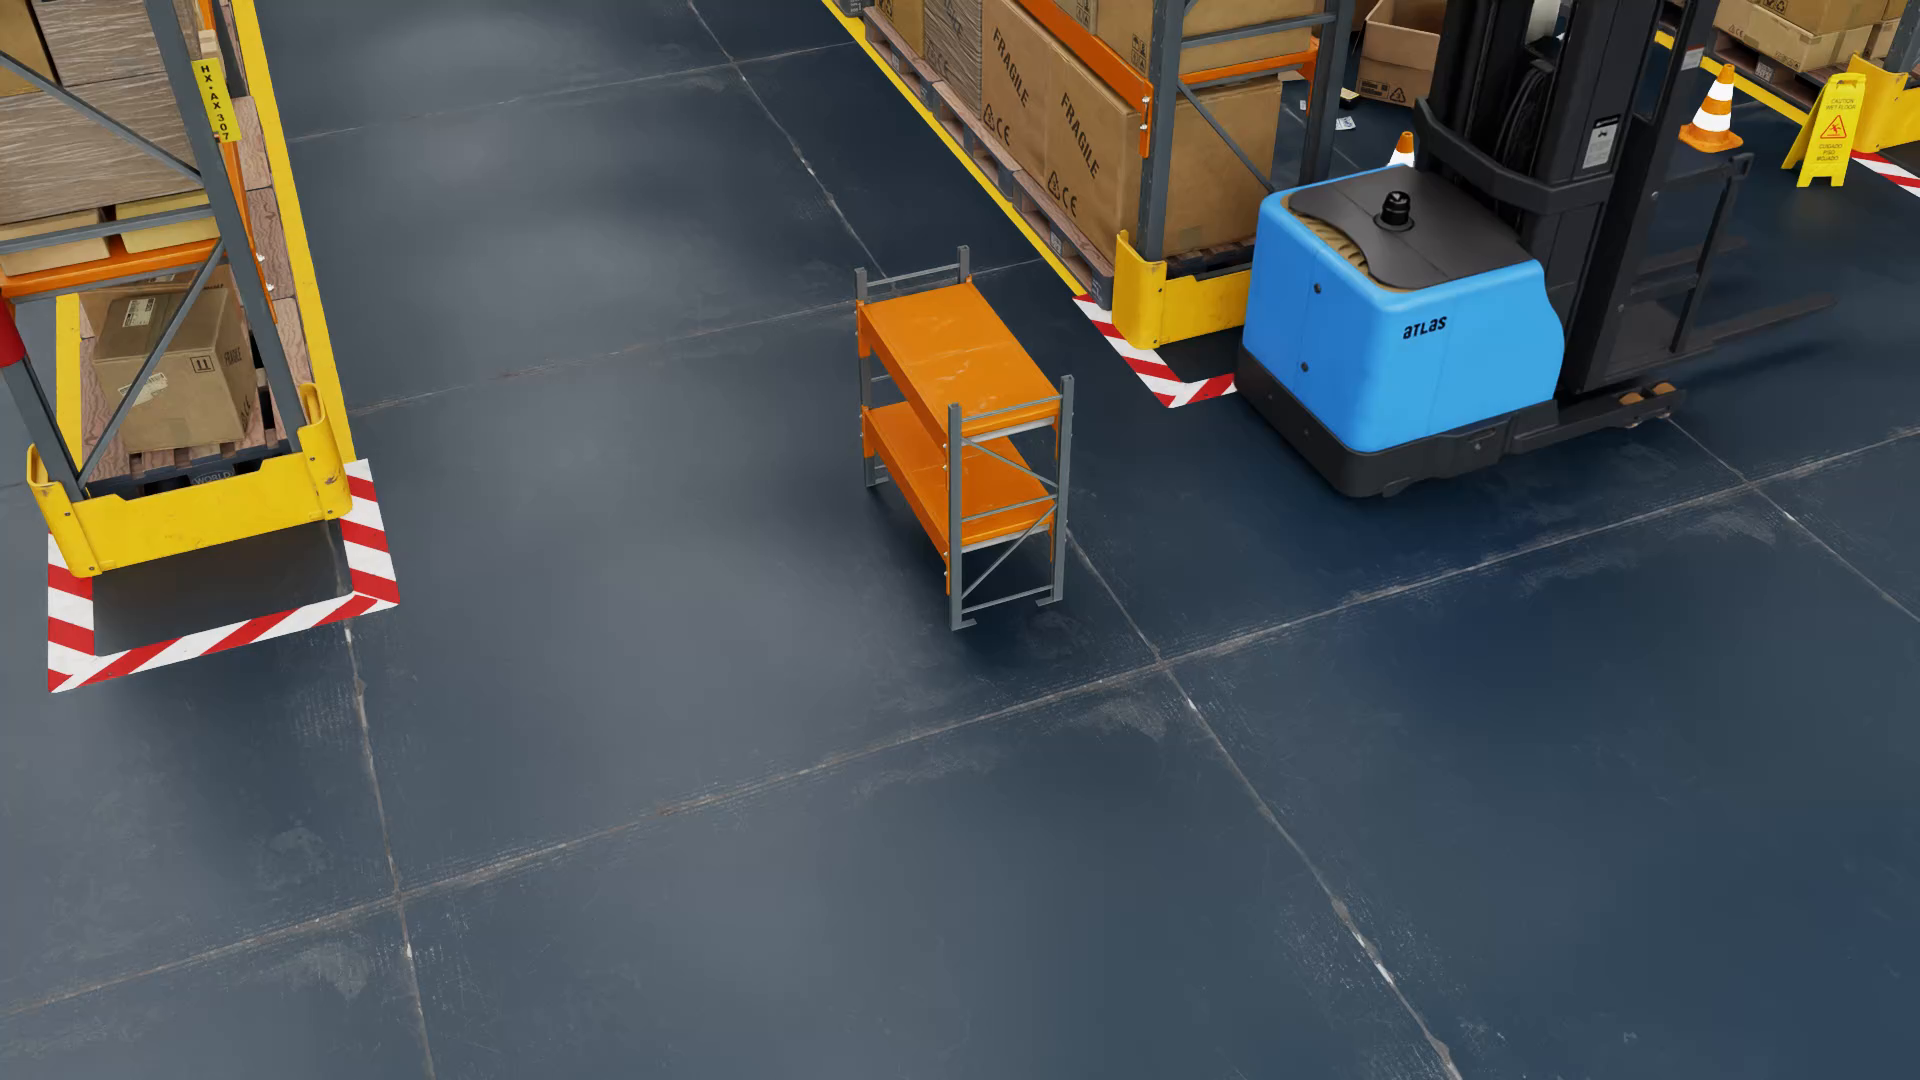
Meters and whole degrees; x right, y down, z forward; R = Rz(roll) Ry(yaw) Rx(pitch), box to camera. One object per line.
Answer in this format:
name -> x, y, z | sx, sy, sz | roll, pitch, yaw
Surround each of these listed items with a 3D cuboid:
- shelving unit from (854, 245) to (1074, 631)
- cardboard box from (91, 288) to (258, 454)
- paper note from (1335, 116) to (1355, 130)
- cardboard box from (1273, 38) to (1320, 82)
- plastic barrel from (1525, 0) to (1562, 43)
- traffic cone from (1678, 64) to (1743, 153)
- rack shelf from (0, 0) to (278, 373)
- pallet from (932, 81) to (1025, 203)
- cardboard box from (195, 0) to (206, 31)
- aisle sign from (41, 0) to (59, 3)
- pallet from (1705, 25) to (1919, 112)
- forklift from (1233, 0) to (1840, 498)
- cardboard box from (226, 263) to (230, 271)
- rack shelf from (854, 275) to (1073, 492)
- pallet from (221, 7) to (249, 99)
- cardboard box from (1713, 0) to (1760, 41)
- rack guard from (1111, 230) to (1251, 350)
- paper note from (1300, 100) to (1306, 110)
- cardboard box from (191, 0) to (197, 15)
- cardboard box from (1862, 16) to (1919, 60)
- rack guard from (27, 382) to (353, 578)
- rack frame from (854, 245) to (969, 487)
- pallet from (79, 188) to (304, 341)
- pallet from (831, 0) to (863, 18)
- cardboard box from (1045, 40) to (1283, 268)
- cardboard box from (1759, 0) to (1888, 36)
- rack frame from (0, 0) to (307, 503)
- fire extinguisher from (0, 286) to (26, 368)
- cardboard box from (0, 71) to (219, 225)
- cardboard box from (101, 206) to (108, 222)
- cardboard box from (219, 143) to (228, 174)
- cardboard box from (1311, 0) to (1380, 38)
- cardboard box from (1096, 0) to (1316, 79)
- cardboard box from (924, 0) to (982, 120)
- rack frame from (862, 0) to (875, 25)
shelving unit -> -0.003, -0.431, 6.888 | 0.538, 1.125, 1.048 | -15, 43, -17
cardboard box -> -3.490, -0.759, 7.427 | 0.500, 0.500, 0.500 | -8, 41, -9
paper note -> 2.339, -2.560, 10.205 | 0.144, 0.017, 0.142 | -2, 41, -2
cardboard box -> 2.183, -3.140, 10.698 | 0.396, 0.266, 0.258 | -8, 41, -9
plastic barrel -> 3.700, -3.529, 11.029 | 0.512, 0.421, 0.421 | 12, 42, 13
traffic cone -> 4.533, -2.615, 9.935 | 0.336, 0.463, 0.334 | -15, 43, -17
rack shelf -> -4.032, -2.099, 7.942 | 1.077, 0.370, 4.000 | -15, 43, -17
pallet -> 0.513, -2.482, 9.974 | 1.003, 0.211, 1.213 | -15, 43, -17
cardboard box -> -3.883, -2.518, 8.070 | 0.380, 0.149, 0.250 | -15, 43, -17
aisle sign -> -2.966, -2.190, 5.502 | 0.394, 0.787, 0.004 | -15, 43, -17
pallet -> 5.582, -3.126, 10.723 | 1.003, 0.211, 1.213 | -15, 43, -17
forklift -> 2.881, -1.938, 7.255 | 3.031, 2.935, 1.130 | -16, 43, -18
cardboard box -> -3.973, -1.492, 8.280 | 0.500, 0.500, 0.500 | -11, 42, -13
rack shelf -> -0.003, -0.652, 6.697 | 0.538, 0.278, 1.000 | -15, 43, -17
pallet -> -5.097, -2.988, 10.563 | 1.003, 0.211, 1.213 | -15, 43, -17
cardboard box -> 5.140, -3.490, 10.794 | 0.500, 0.250, 0.500 | -15, 43, -17
rack guard -> 1.364, -1.381, 8.473 | 1.175, 0.500, 0.348 | -15, 43, -17
paper note -> 2.147, -2.723, 10.409 | 0.032, 0.001, 0.123 | 5, 41, 6
cardboard box -> -3.410, -2.399, 6.667 | 0.500, 0.500, 0.500 | -15, 43, -17
cardboard box -> 5.836, -3.311, 10.586 | 0.500, 0.250, 0.500 | -15, 43, -17
rack guard -> -3.296, -0.265, 7.175 | 1.175, 0.500, 0.348 | -15, 43, -17
rack frame -> -0.197, -0.737, 7.244 | 0.500, 1.125, 0.032 | -15, 43, -17
pallet -> -4.037, -1.387, 8.701 | 1.003, 0.211, 1.213 | -15, 43, -17
pallet -> -0.541, -4.142, 11.904 | 1.003, 0.211, 1.213 | -15, 43, -17
cardboard box -> 1.034, -2.089, 8.686 | 0.875, 0.875, 0.875 | -15, 43, -17
cardboard box -> 5.342, -3.458, 10.182 | 0.500, 0.500, 0.500 | -15, 43, -17
rack frame -> -3.267, -1.167, 6.306 | 1.000, 3.000, 0.127 | -15, 43, -17
fire extinguisher -> -3.649, -0.954, 6.118 | 0.296, 0.674, 0.183 | -15, 43, -17
cardboard box -> -3.452, -1.656, 6.570 | 0.875, 0.500, 0.500 | -15, 43, -17
cardboard box -> -3.662, -1.343, 6.703 | 0.380, 0.149, 0.250 | -15, 43, -17
cardboard box -> -3.315, -1.613, 7.017 | 0.380, 0.149, 0.250 | -15, 43, -17
cardboard box -> 2.513, -3.732, 11.100 | 0.797, 0.637, 0.503 | -15, 43, -17
cardboard box -> 1.171, -2.612, 7.872 | 0.875, 0.550, 0.550 | -15, 43, -17
cardboard box -> 0.348, -3.168, 9.941 | 0.875, 0.875, 0.875 | -15, 43, -17
rack frame -> -0.176, -4.753, 10.477 | 1.000, 3.000, 0.127 | -15, 43, -17
